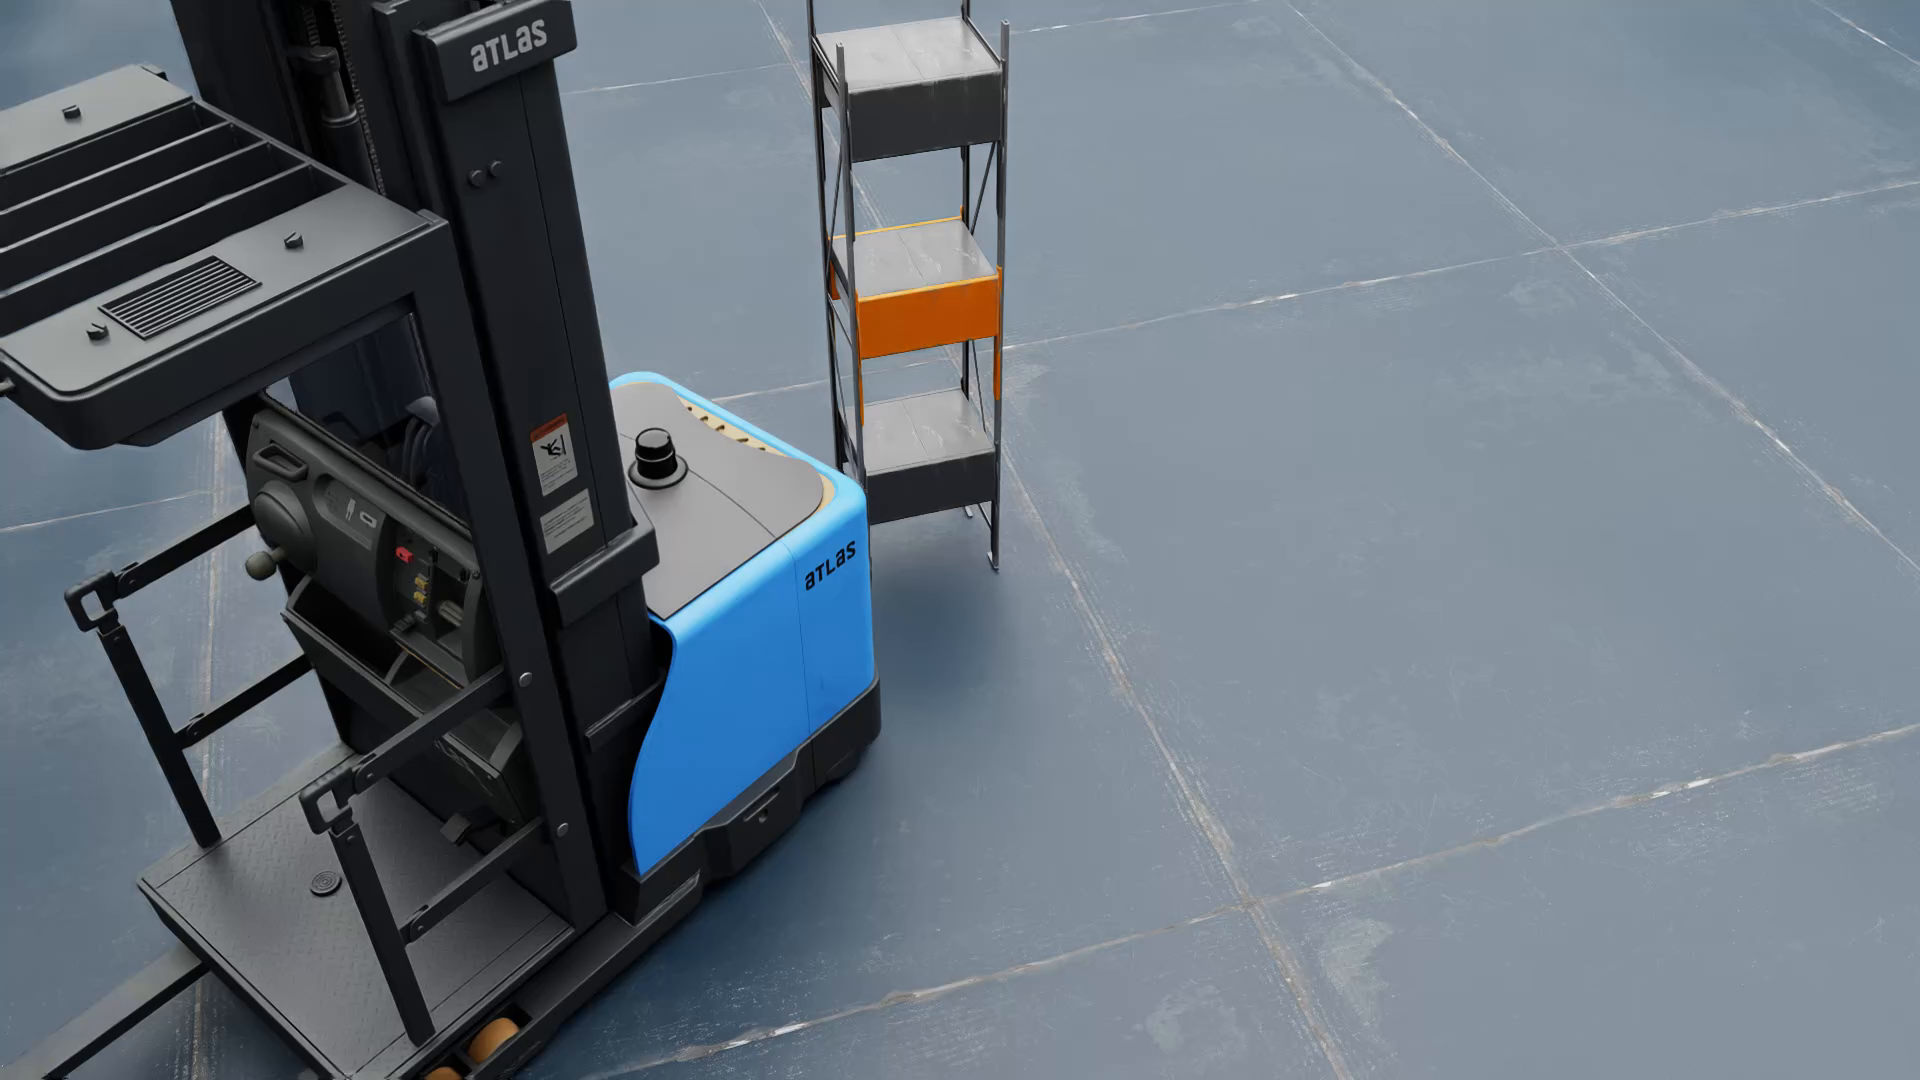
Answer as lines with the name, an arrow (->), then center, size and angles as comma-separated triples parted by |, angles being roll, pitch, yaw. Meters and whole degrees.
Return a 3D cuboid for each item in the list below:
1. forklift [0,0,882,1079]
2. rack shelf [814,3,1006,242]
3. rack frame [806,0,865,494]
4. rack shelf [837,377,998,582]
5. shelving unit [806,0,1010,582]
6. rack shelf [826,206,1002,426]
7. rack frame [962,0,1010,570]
forklift -> -1.584, 0.095, 3.914 | 1.130, 2.935, 3.031 | 29, 49, 29
rack shelf -> -0.158, -1.275, 5.070 | 0.480, 0.518, 0.431 | -12, 42, -13
rack frame -> -0.391, -0.710, 5.467 | 0.015, 2.100, 0.400 | -12, 42, -13
rack shelf -> -0.158, -0.221, 5.991 | 0.480, 0.518, 0.431 | -12, 42, -13
shelving unit -> -0.158, -0.758, 5.522 | 0.503, 2.100, 0.431 | -12, 42, -13
rack shelf -> -0.158, -0.748, 5.531 | 0.480, 0.518, 0.431 | -12, 42, -13
rack frame -> 0.075, -0.806, 5.577 | 0.015, 2.100, 0.400 | -12, 42, -13
